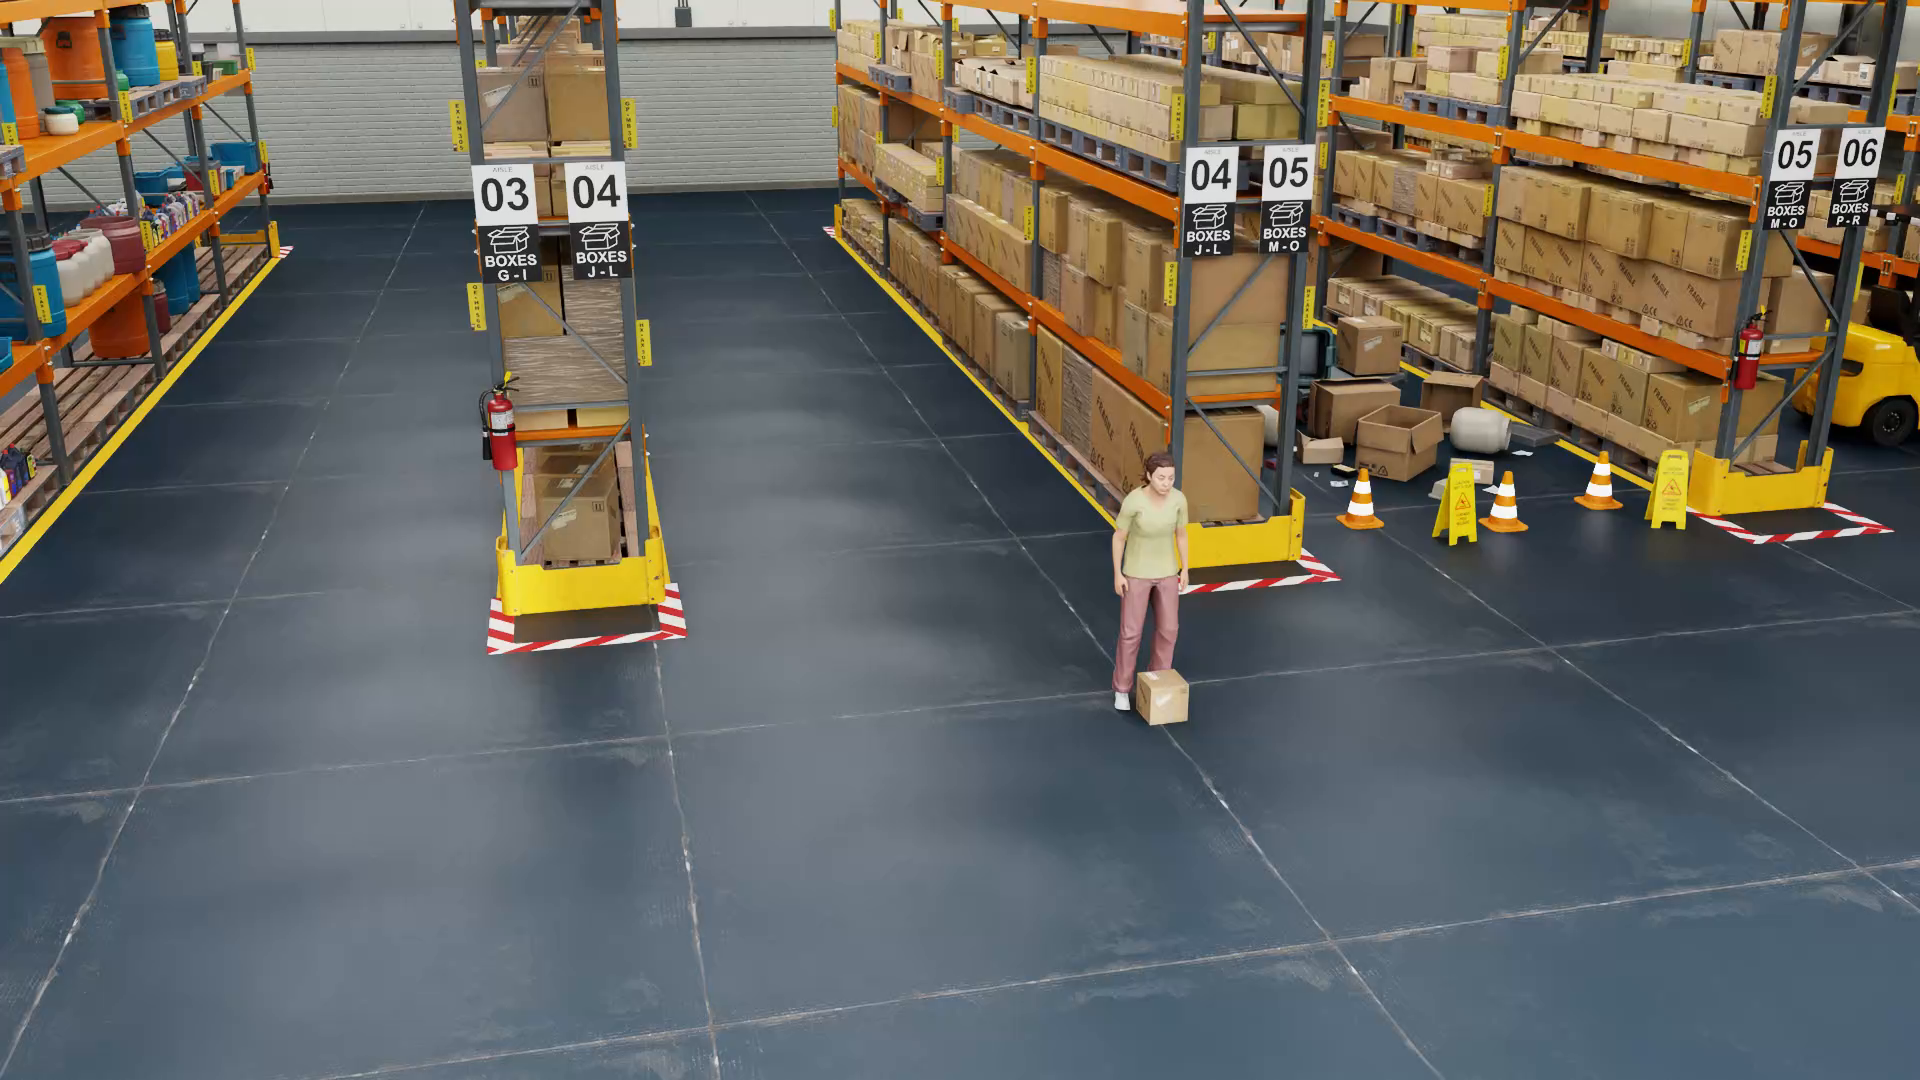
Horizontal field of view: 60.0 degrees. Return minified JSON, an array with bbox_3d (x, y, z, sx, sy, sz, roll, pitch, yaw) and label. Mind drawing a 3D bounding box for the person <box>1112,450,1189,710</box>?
[{"bbox_3d":[1.201,0.234,10.417,0.499,1.673,0.357,-4,20,-12],"label":"person"}]
